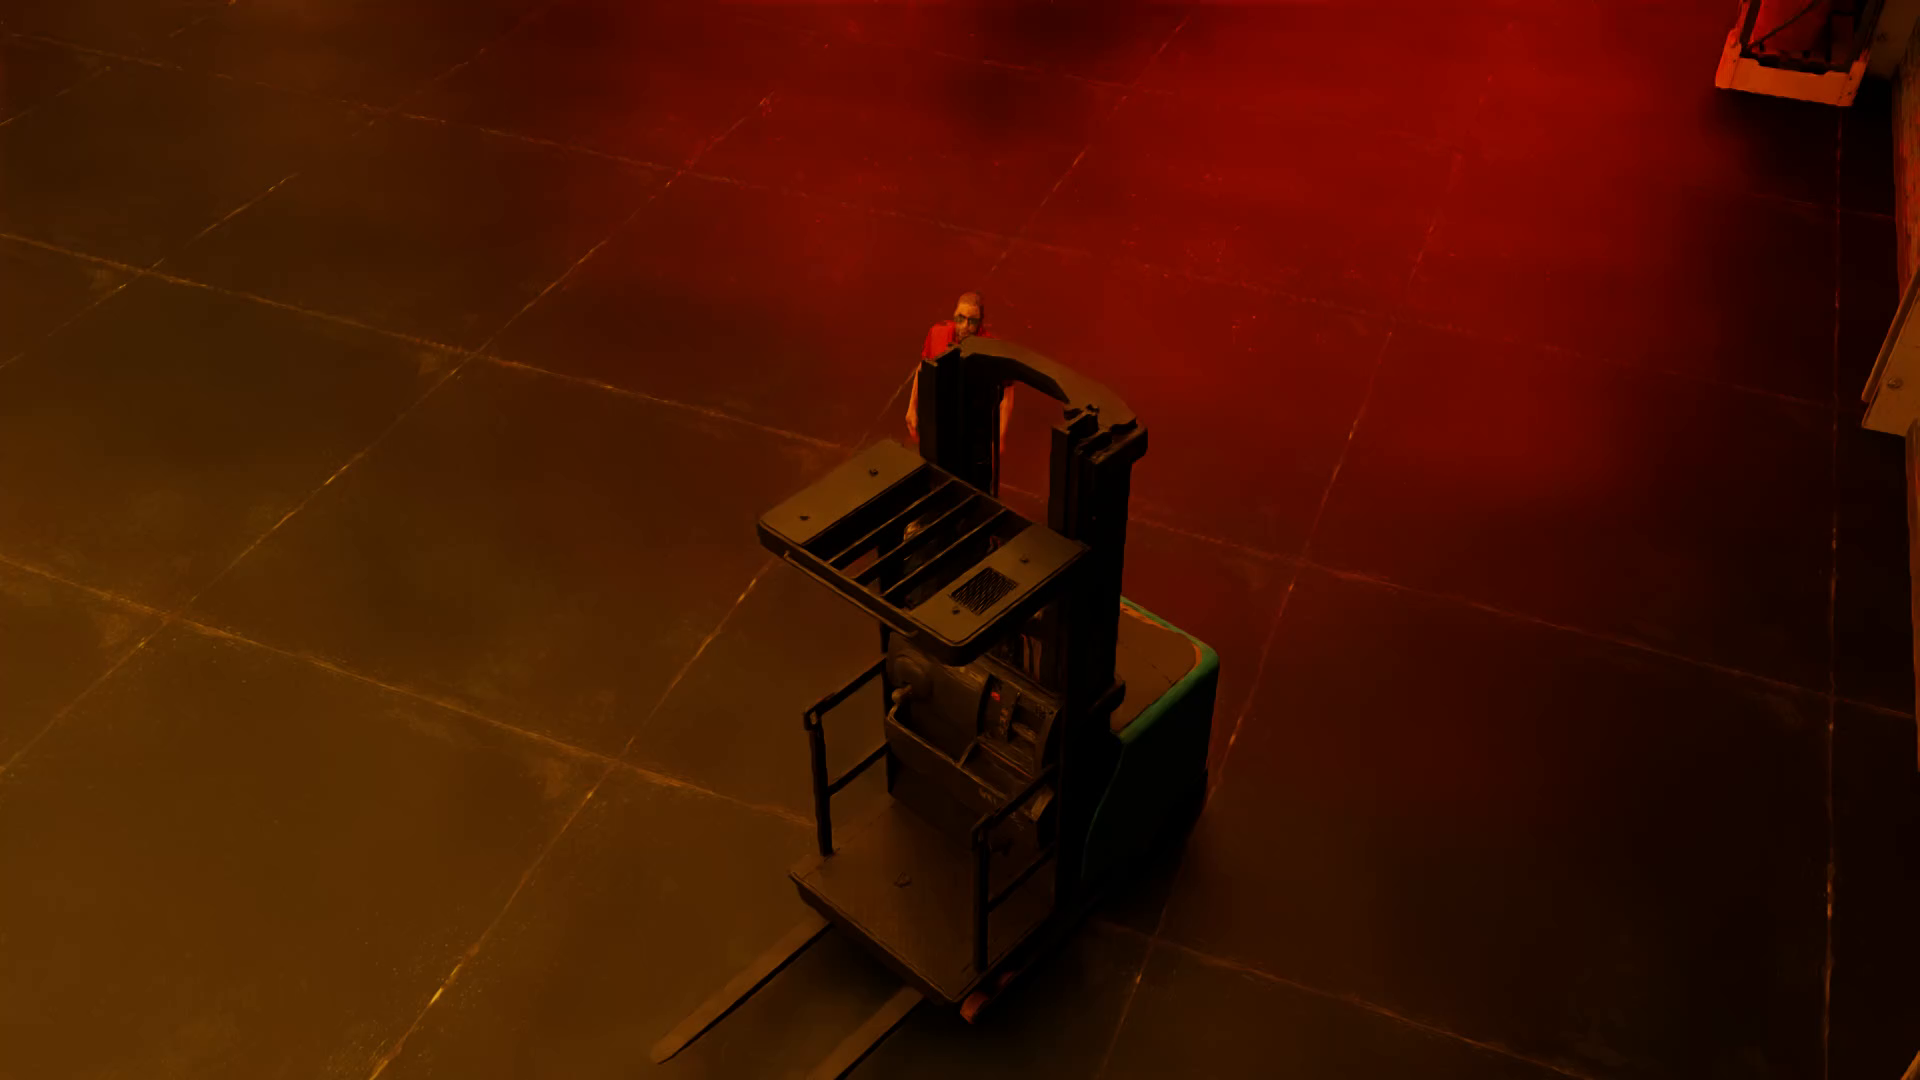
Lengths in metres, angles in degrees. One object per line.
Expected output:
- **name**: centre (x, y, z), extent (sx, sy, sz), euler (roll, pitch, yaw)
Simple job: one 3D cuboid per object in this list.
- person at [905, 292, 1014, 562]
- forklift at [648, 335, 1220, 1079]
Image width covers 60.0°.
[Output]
- **person**: centre (-0.045, -0.618, 9.670), extent (0.640, 1.727, 0.550), euler (15, 42, 17)
- **forklift**: centre (-0.099, 0.726, 7.139), extent (1.130, 2.935, 3.031), euler (30, 49, 31)
